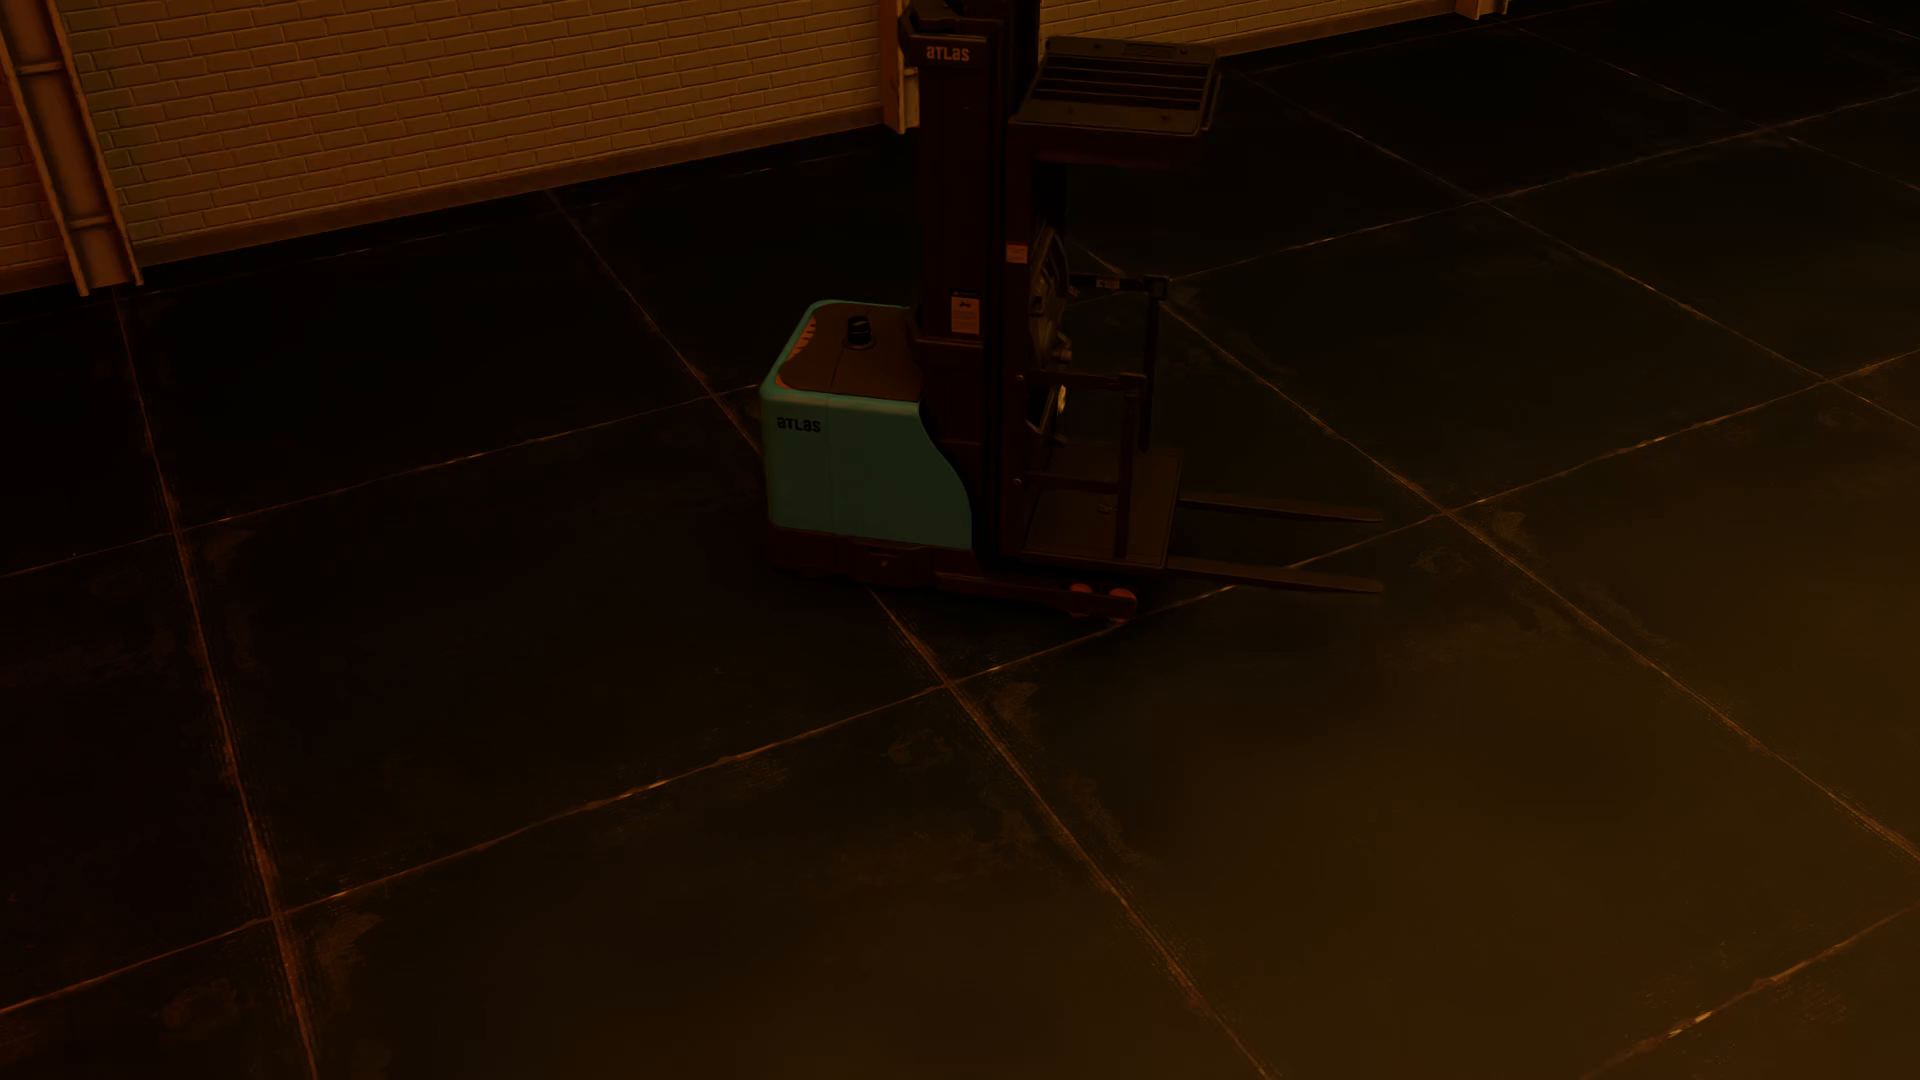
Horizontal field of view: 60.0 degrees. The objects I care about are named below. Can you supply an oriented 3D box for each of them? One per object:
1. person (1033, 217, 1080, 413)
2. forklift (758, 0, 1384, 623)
[{"bbox_3d":[0.371,-1.318,9.318,0.475,1.430,0.807,26,43,32],"label":"person"},{"bbox_3d":[0.601,-1.131,7.723,3.031,2.935,1.130,7,36,9],"label":"forklift"}]
